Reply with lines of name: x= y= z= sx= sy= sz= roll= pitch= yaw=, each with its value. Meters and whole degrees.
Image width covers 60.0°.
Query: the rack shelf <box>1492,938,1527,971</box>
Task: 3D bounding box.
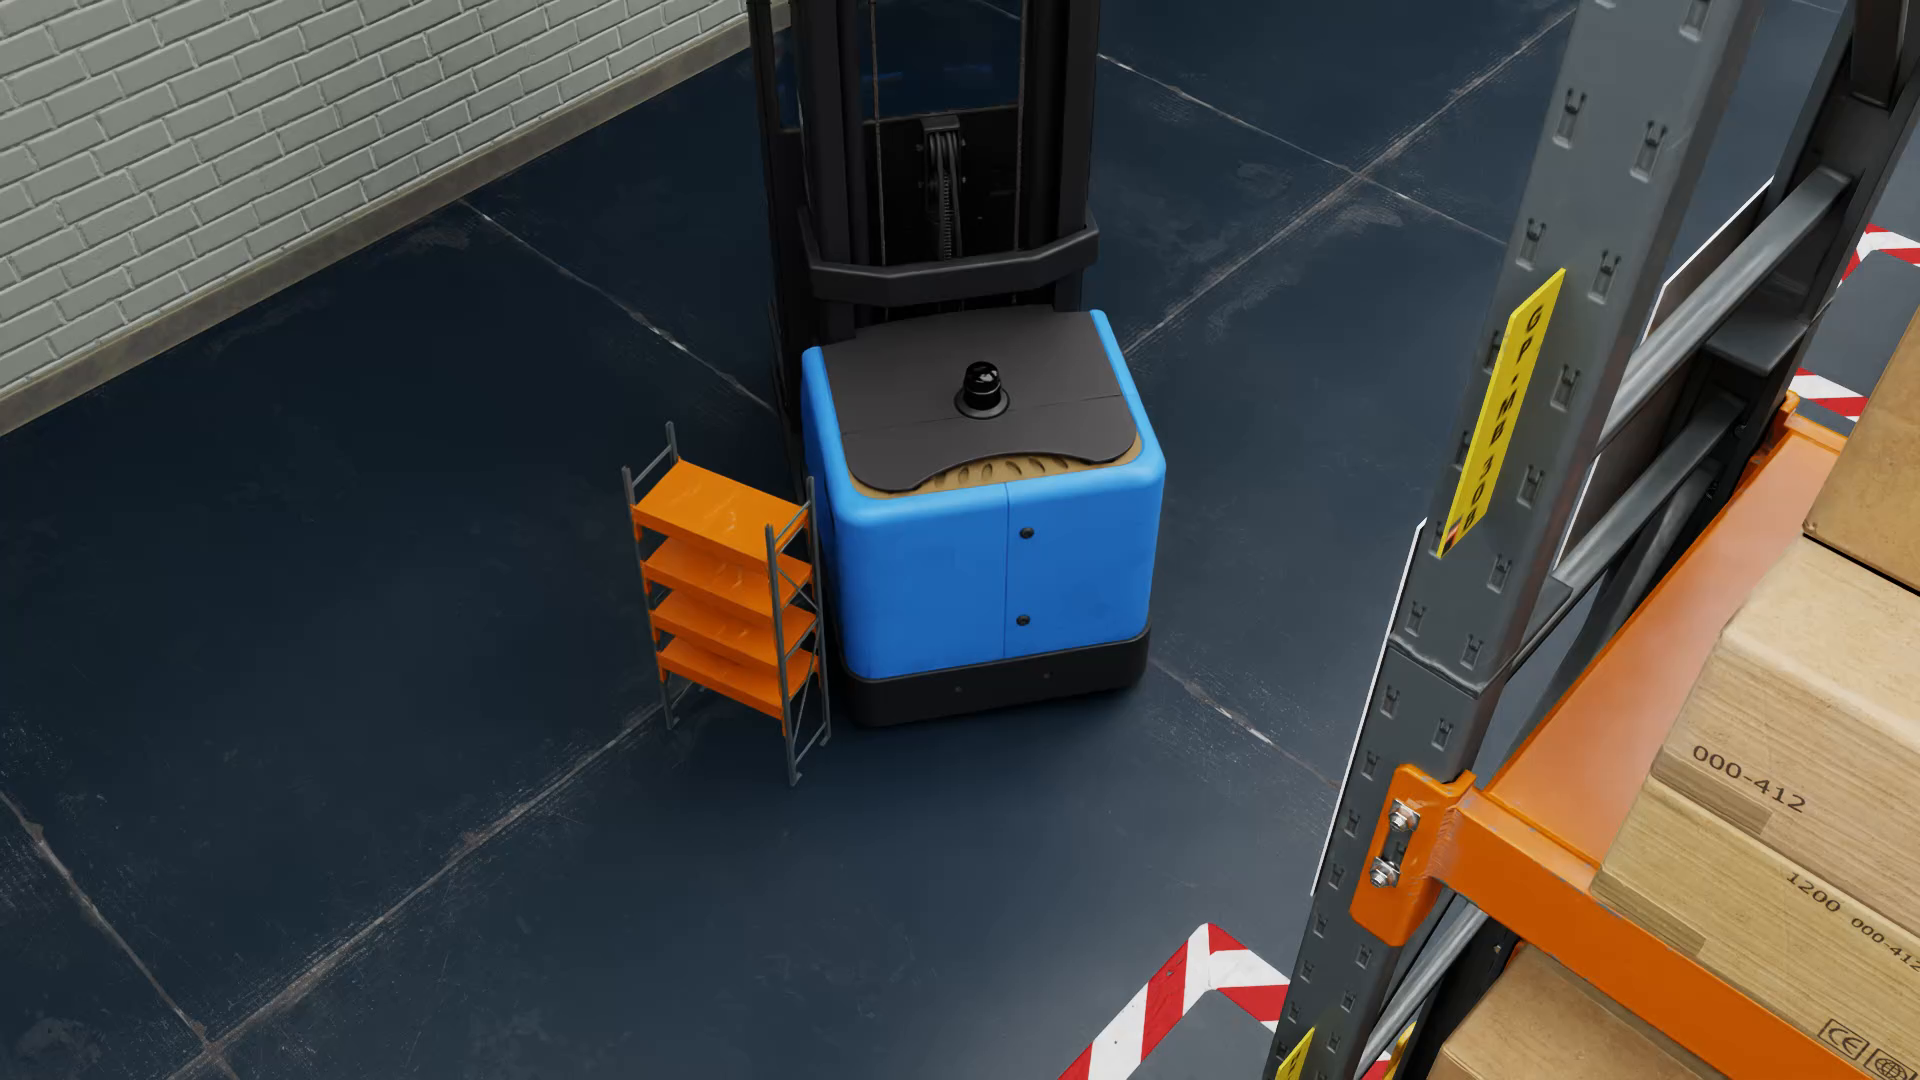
rack shelf: x=2.371 y=2.152 z=2.665 sx=4.000 sy=0.370 sz=1.077 roll=34 pitch=55 yaw=28

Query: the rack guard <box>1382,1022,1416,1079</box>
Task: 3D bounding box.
rack guard: x=0.957 y=1.810 z=4.208 sx=0.348 sy=0.500 sz=1.175 roll=34 pitch=55 yaw=28

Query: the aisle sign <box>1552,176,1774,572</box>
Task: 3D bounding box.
aisle sign: x=1.059 y=-0.171 z=2.570 sx=0.004 sy=0.787 sz=0.394 roll=34 pitch=55 yaw=28

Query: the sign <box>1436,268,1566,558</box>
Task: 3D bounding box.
sign: x=0.534 y=-0.118 z=1.646 sx=0.005 sy=0.325 sz=0.100 roll=34 pitch=55 yaw=28

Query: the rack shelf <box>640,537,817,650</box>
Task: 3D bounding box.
rack shelf: x=-0.703 y=0.120 z=5.095 sx=0.480 sy=0.148 sz=0.258 roll=21 pitch=49 yaw=19

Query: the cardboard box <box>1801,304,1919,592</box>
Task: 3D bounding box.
cardboard box: x=1.290 y=-0.241 z=1.607 sx=0.500 sy=0.500 sz=0.700 roll=34 pitch=55 yaw=28

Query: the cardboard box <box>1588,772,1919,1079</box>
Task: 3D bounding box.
cardboard box: x=1.107 y=0.332 z=1.926 sx=0.500 sy=0.250 sz=0.500 roll=34 pitch=55 yaw=28

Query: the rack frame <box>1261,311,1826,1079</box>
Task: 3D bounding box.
rack frame: x=0.902 y=0.917 z=3.332 sx=0.127 sy=3.000 sz=1.000 roll=34 pitch=55 yaw=28

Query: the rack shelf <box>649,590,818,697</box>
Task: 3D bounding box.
rack shelf: x=-0.706 y=0.277 z=5.254 sx=0.480 sy=0.148 sz=0.258 roll=21 pitch=49 yaw=19

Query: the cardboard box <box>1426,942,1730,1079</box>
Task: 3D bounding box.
cardboard box: x=1.049 y=0.901 z=2.592 sx=0.500 sy=0.500 sz=0.500 roll=36 pitch=56 yaw=29

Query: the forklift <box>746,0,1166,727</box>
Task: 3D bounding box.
forklift: x=-0.156 y=-1.473 z=5.622 sx=1.130 sy=2.935 sz=3.031 roll=-8 pitch=47 yaw=-8

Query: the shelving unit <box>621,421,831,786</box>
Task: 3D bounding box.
shelving unit: x=-0.705 y=0.230 z=5.206 sx=0.503 sy=1.200 sz=0.258 roll=21 pitch=49 yaw=19

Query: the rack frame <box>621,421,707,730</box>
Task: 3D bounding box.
rack frame: x=-0.921 y=0.146 z=5.284 sx=0.015 sy=1.200 sz=0.240 roll=21 pitch=49 yaw=19

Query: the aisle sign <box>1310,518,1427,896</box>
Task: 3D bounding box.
aisle sign: x=0.652 y=0.151 z=2.268 sx=0.004 sy=0.787 sz=0.394 roll=34 pitch=55 yaw=28

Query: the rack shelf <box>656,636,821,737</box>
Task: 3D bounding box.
rack shelf: x=-0.709 y=0.417 z=5.395 sx=0.480 sy=0.148 sz=0.258 roll=21 pitch=49 yaw=19

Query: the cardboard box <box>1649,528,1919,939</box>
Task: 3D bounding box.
cardboard box: x=1.103 y=0.164 z=1.741 sx=0.500 sy=0.250 sz=0.500 roll=34 pitch=55 yaw=28

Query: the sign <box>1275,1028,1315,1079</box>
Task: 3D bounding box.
sign: x=0.534 y=0.911 z=2.743 sx=0.005 sy=0.325 sz=0.100 roll=34 pitch=55 yaw=28

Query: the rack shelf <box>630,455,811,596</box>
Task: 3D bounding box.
rack shelf: x=-0.700 y=-0.046 z=4.926 sx=0.480 sy=0.148 sz=0.258 roll=21 pitch=49 yaw=19

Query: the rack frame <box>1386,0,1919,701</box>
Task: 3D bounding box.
rack frame: x=0.902 y=-1.137 z=1.145 sx=0.127 sy=3.000 sz=1.000 roll=34 pitch=55 yaw=28

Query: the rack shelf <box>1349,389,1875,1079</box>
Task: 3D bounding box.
rack shelf: x=2.371 y=1.125 z=1.572 sx=4.000 sy=0.370 sz=1.077 roll=34 pitch=55 yaw=28

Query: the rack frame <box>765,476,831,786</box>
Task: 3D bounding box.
rack frame: x=-0.490 y=0.313 z=5.128 sx=0.015 sy=1.200 sz=0.240 roll=21 pitch=49 yaw=19
